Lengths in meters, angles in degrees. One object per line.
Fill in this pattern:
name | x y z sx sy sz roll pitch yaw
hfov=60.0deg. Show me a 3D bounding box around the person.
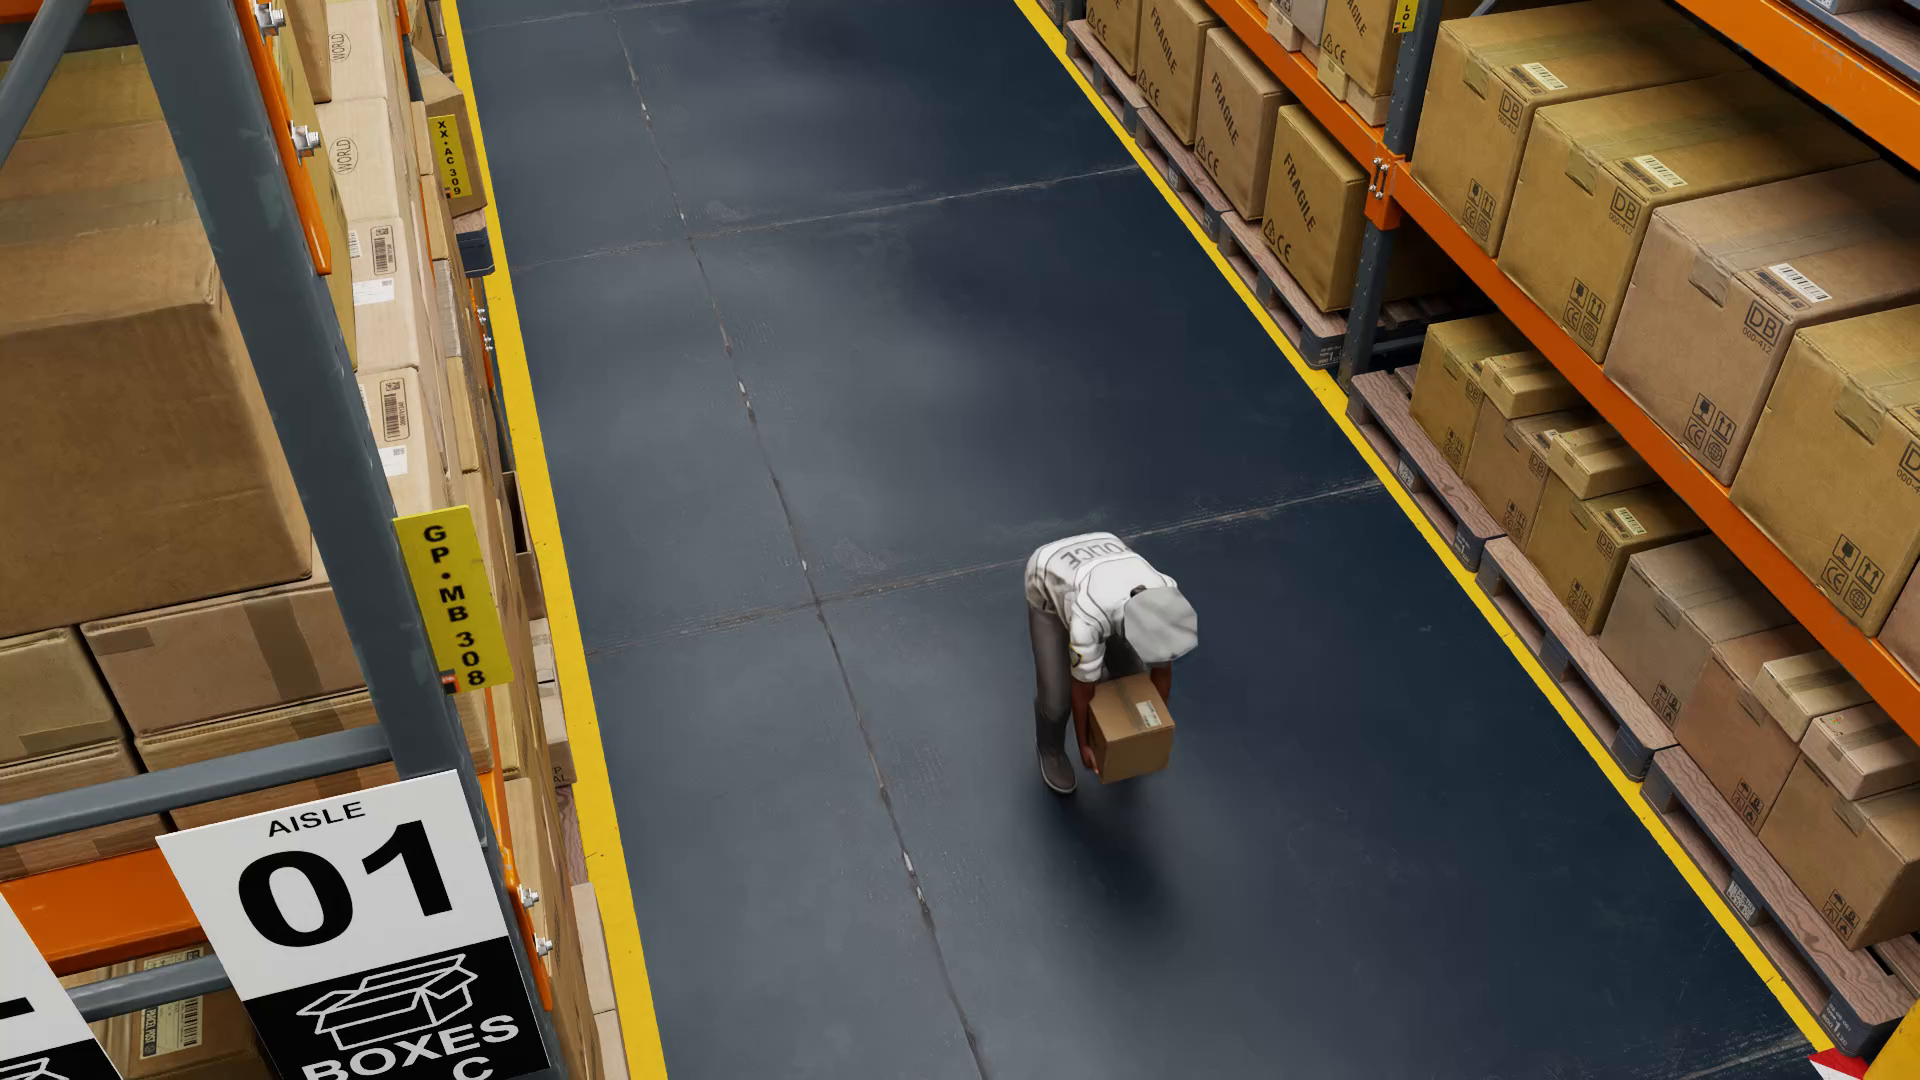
person | 0.523 0.477 5.925 0.417 1.284 0.892 -13 44 -14
